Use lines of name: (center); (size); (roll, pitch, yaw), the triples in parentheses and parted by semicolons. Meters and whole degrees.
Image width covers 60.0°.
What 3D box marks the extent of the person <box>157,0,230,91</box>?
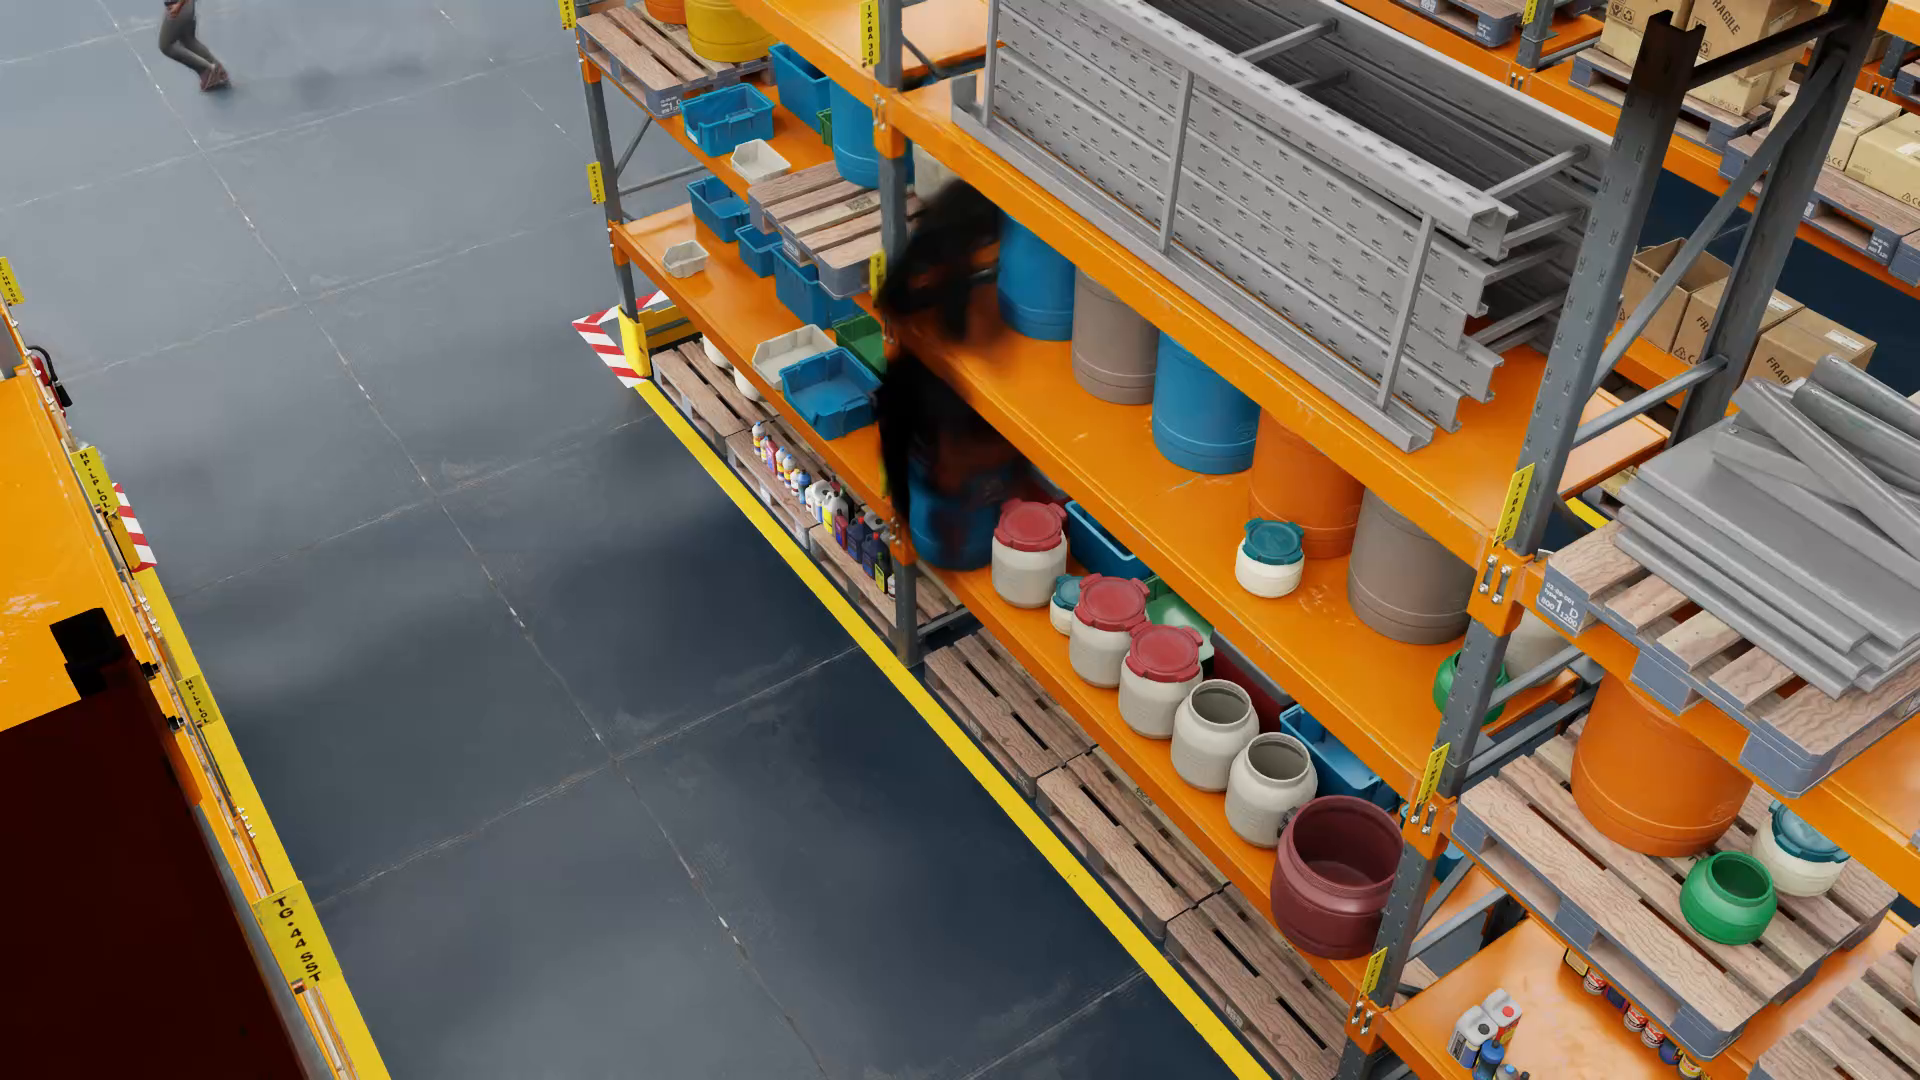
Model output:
person: (-7.642, -5.139, 16.138); (0.611, 1.622, 0.554); (-12, 44, -13)
